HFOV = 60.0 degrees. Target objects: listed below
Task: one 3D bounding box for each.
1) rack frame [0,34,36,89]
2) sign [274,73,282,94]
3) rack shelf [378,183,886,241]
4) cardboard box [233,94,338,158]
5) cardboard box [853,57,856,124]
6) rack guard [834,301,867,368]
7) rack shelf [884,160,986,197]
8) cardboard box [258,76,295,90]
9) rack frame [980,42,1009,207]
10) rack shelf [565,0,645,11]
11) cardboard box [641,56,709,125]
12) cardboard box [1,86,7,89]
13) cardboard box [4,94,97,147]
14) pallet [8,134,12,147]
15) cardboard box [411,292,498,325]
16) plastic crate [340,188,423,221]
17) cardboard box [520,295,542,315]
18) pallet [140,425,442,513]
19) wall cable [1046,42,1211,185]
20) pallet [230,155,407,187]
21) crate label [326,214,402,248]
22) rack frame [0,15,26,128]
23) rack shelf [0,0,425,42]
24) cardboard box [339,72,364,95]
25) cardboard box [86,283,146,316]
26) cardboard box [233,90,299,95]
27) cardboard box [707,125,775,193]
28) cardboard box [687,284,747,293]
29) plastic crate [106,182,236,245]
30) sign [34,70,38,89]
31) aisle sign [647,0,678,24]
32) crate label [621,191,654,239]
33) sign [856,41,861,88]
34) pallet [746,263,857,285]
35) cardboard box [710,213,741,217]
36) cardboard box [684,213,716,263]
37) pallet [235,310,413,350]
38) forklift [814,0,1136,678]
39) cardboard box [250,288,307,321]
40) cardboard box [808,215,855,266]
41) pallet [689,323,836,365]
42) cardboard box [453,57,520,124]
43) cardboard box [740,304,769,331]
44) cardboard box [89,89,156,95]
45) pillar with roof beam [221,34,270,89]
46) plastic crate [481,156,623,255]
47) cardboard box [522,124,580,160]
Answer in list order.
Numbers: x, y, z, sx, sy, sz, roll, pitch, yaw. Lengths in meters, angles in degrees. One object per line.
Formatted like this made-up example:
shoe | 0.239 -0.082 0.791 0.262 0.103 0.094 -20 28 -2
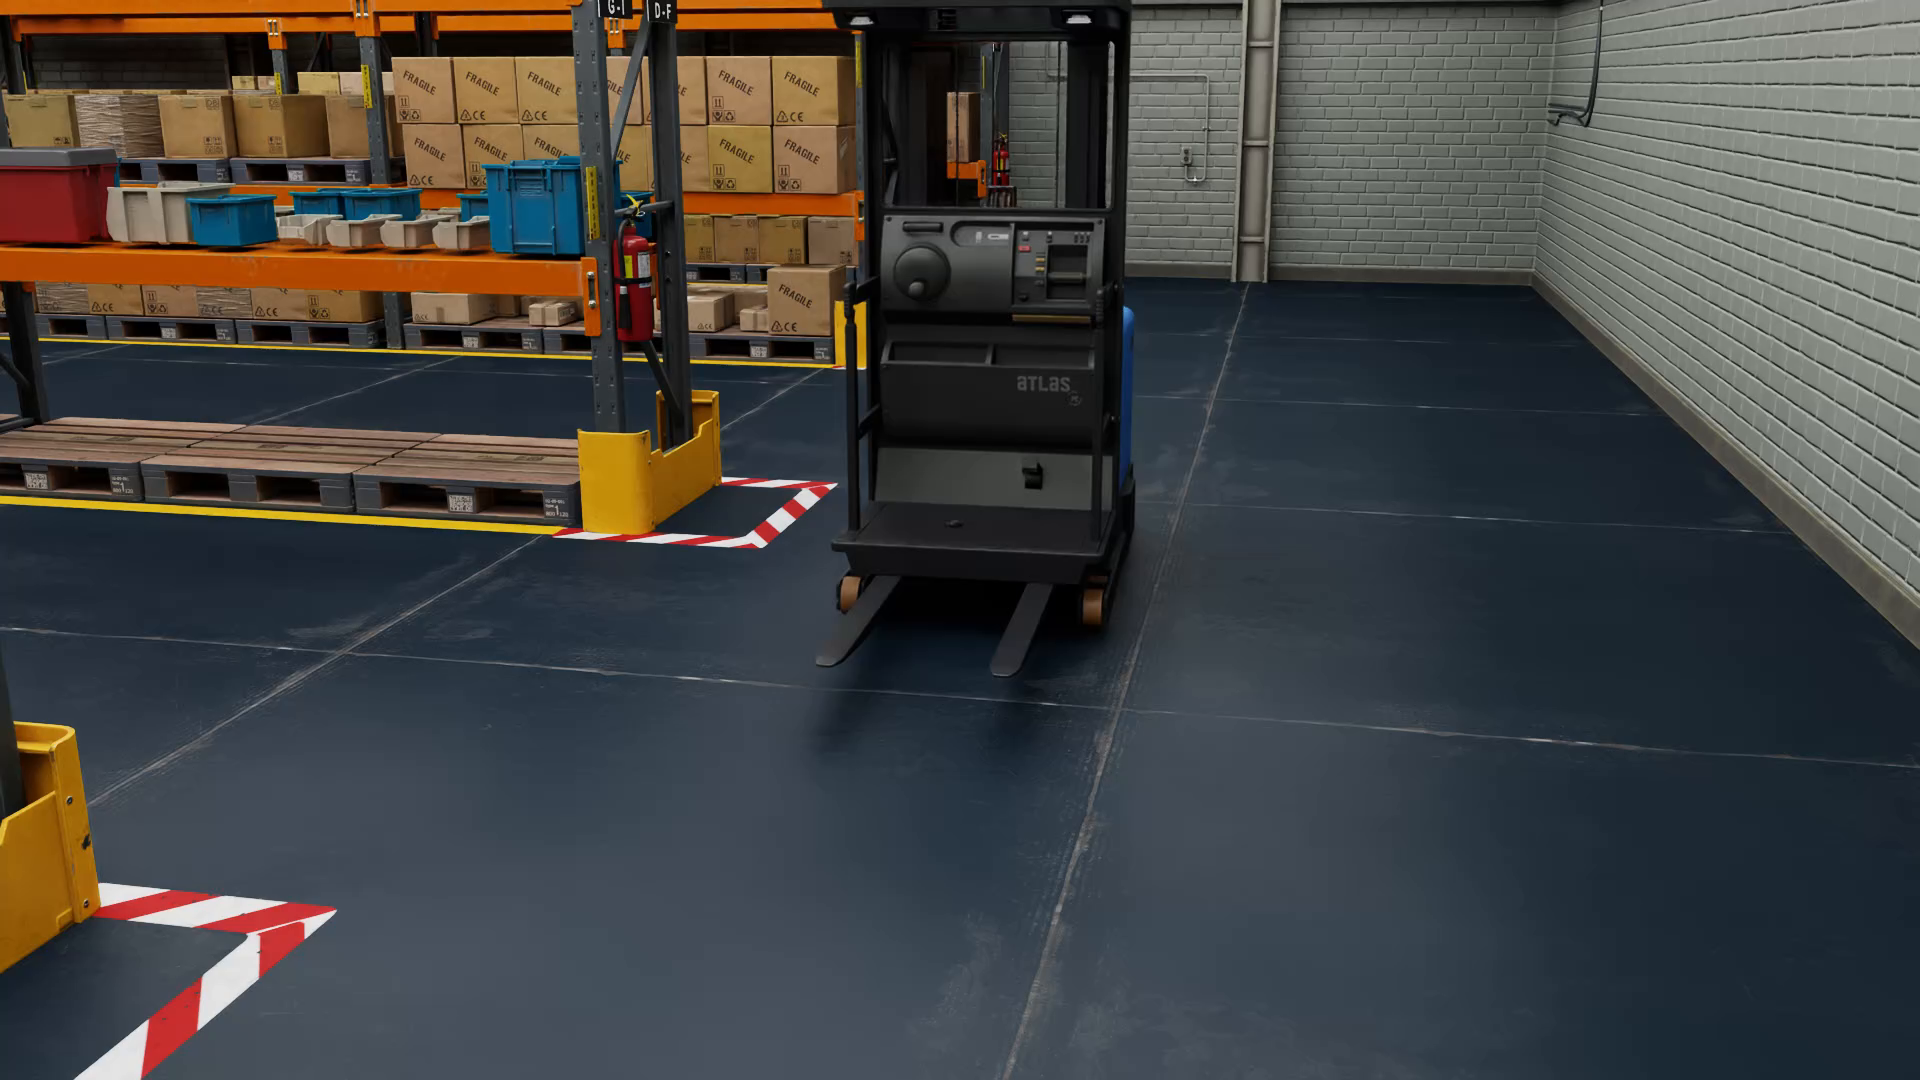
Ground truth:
rack frame | -11.390 -4.856 19.903 0.127 3.000 1.000 3 16 11
sign | -7.569 -5.020 18.476 0.005 0.325 0.100 3 16 11
rack shelf | -2.574 -2.681 13.399 4.000 0.370 1.077 3 16 11
cardboard box | -5.640 -3.488 13.992 0.500 0.500 0.700 6 16 20
cardboard box | -0.997 -3.544 13.107 0.500 0.500 0.500 4 16 13
rack guard | -0.689 -1.721 13.268 0.348 0.500 1.175 3 16 11
rack shelf | -1.591 -3.977 18.078 4.000 0.370 1.077 3 16 11
cardboard box | -7.815 -5.226 19.014 0.250 0.149 0.380 1 16 4
rack frame | 0.369 -4.217 17.598 0.127 3.000 1.000 3 16 11
rack shelf | -3.565 -2.831 8.322 4.000 0.370 1.077 3 16 11
cardboard box | -2.110 -3.456 12.790 0.500 0.500 0.500 4 16 13
cardboard box | -11.809 -5.234 20.107 0.500 0.500 0.500 3 16 10
cardboard box | -7.814 -3.593 14.372 0.500 0.500 0.700 -2 16 -8
pallet | -10.670 -4.685 19.644 1.213 0.211 1.003 3 16 11
cardboard box | -4.166 -1.971 13.703 0.500 0.311 0.500 3 16 11
plastic crate | -3.072 -1.743 8.868 0.300 0.233 0.416 3 16 11
cardboard box | -3.540 -2.012 14.152 0.250 0.149 0.380 3 16 11
pallet | -3.597 -0.401 9.046 1.213 0.211 1.003 3 16 11
wall cable | 1.812 -4.886 18.110 1.851 1.984 0.084 3 16 11
pallet | -5.295 -3.113 13.970 1.213 0.211 1.003 3 16 11
crate label | -2.999 -1.551 8.355 0.243 0.136 0.396 3 16 11
rack frame | -8.454 -3.347 14.456 0.127 3.000 1.000 3 16 11
rack shelf | -6.494 -4.339 13.767 4.000 0.370 1.077 3 16 11
cardboard box | -6.550 -5.086 18.545 0.500 0.250 0.500 3 16 10
cardboard box | -7.060 -2.201 14.177 0.500 0.500 0.500 3 16 10
cardboard box | -7.933 -4.926 19.143 0.500 0.500 0.700 1 16 5
cardboard box | -1.617 -2.949 12.831 0.500 0.500 0.500 3 16 12
cardboard box | -2.071 -1.965 13.792 0.500 0.250 0.500 3 16 11
plastic crate | -4.065 -1.681 8.551 0.530 0.282 0.437 3 16 11
sign | -11.283 -5.559 20.273 0.005 0.325 0.100 3 16 11
aisle sign | -1.475 -2.952 8.162 0.004 0.787 0.394 3 16 11
crate label | -1.781 -1.673 8.615 0.303 0.233 0.416 3 16 11
sign | -0.745 -3.488 12.202 0.005 0.325 0.100 3 16 11
pallet | -1.622 -2.961 18.286 1.213 0.211 1.003 3 16 11
cardboard box | -2.539 -3.608 18.079 0.250 0.149 0.380 4 16 13
cardboard box | -2.838 -3.361 18.403 0.500 0.500 0.700 3 16 12
pallet | -5.339 -1.824 14.180 1.213 0.211 1.003 3 16 11
forklift | 0.099 -1.158 6.681 1.130 2.935 3.031 3 16 10
cardboard box | -5.558 -2.121 13.889 0.500 0.500 0.500 3 16 11
cardboard box | -1.320 -3.279 18.108 0.500 0.500 0.700 3 16 9
pallet | -1.470 -1.624 13.458 1.213 0.211 1.003 3 16 11
cardboard box | -3.623 -3.538 13.086 0.500 0.500 0.500 3 16 9
cardboard box | -1.575 -1.778 13.273 0.250 0.166 0.380 3 16 11
cardboard box | -9.701 -5.022 19.490 0.500 0.500 0.700 5 16 19
pillar with roof beam | -9.430 -6.703 15.335 0.400 9.000 9.100 3 16 11
plastic crate | -1.970 -1.641 8.117 0.499 0.435 0.616 3 16 11
cardboard box | -3.097 -3.030 13.125 0.500 0.500 0.500 3 16 11
